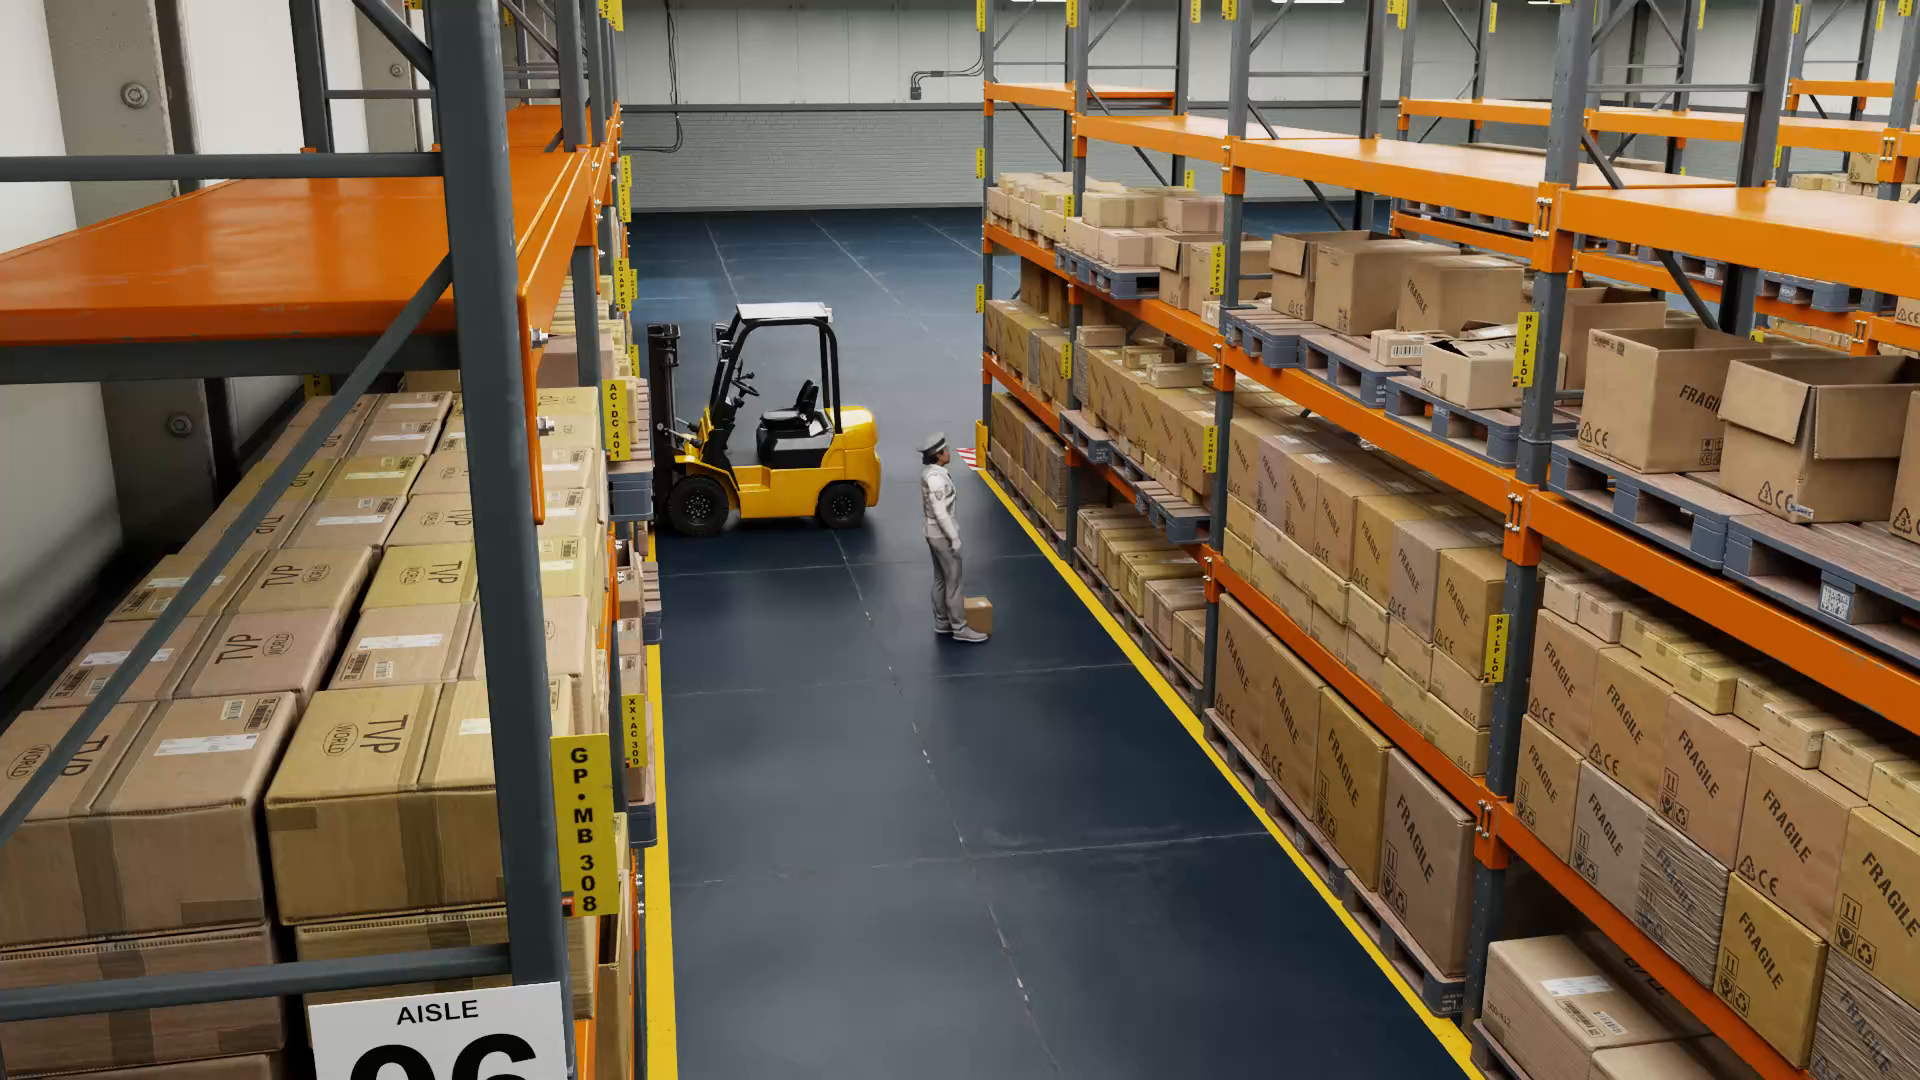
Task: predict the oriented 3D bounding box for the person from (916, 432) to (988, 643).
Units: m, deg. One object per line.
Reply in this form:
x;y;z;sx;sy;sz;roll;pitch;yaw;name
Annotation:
-0.076;-0.042;13.588;0.534;1.695;0.581;-3;17;-10;person
